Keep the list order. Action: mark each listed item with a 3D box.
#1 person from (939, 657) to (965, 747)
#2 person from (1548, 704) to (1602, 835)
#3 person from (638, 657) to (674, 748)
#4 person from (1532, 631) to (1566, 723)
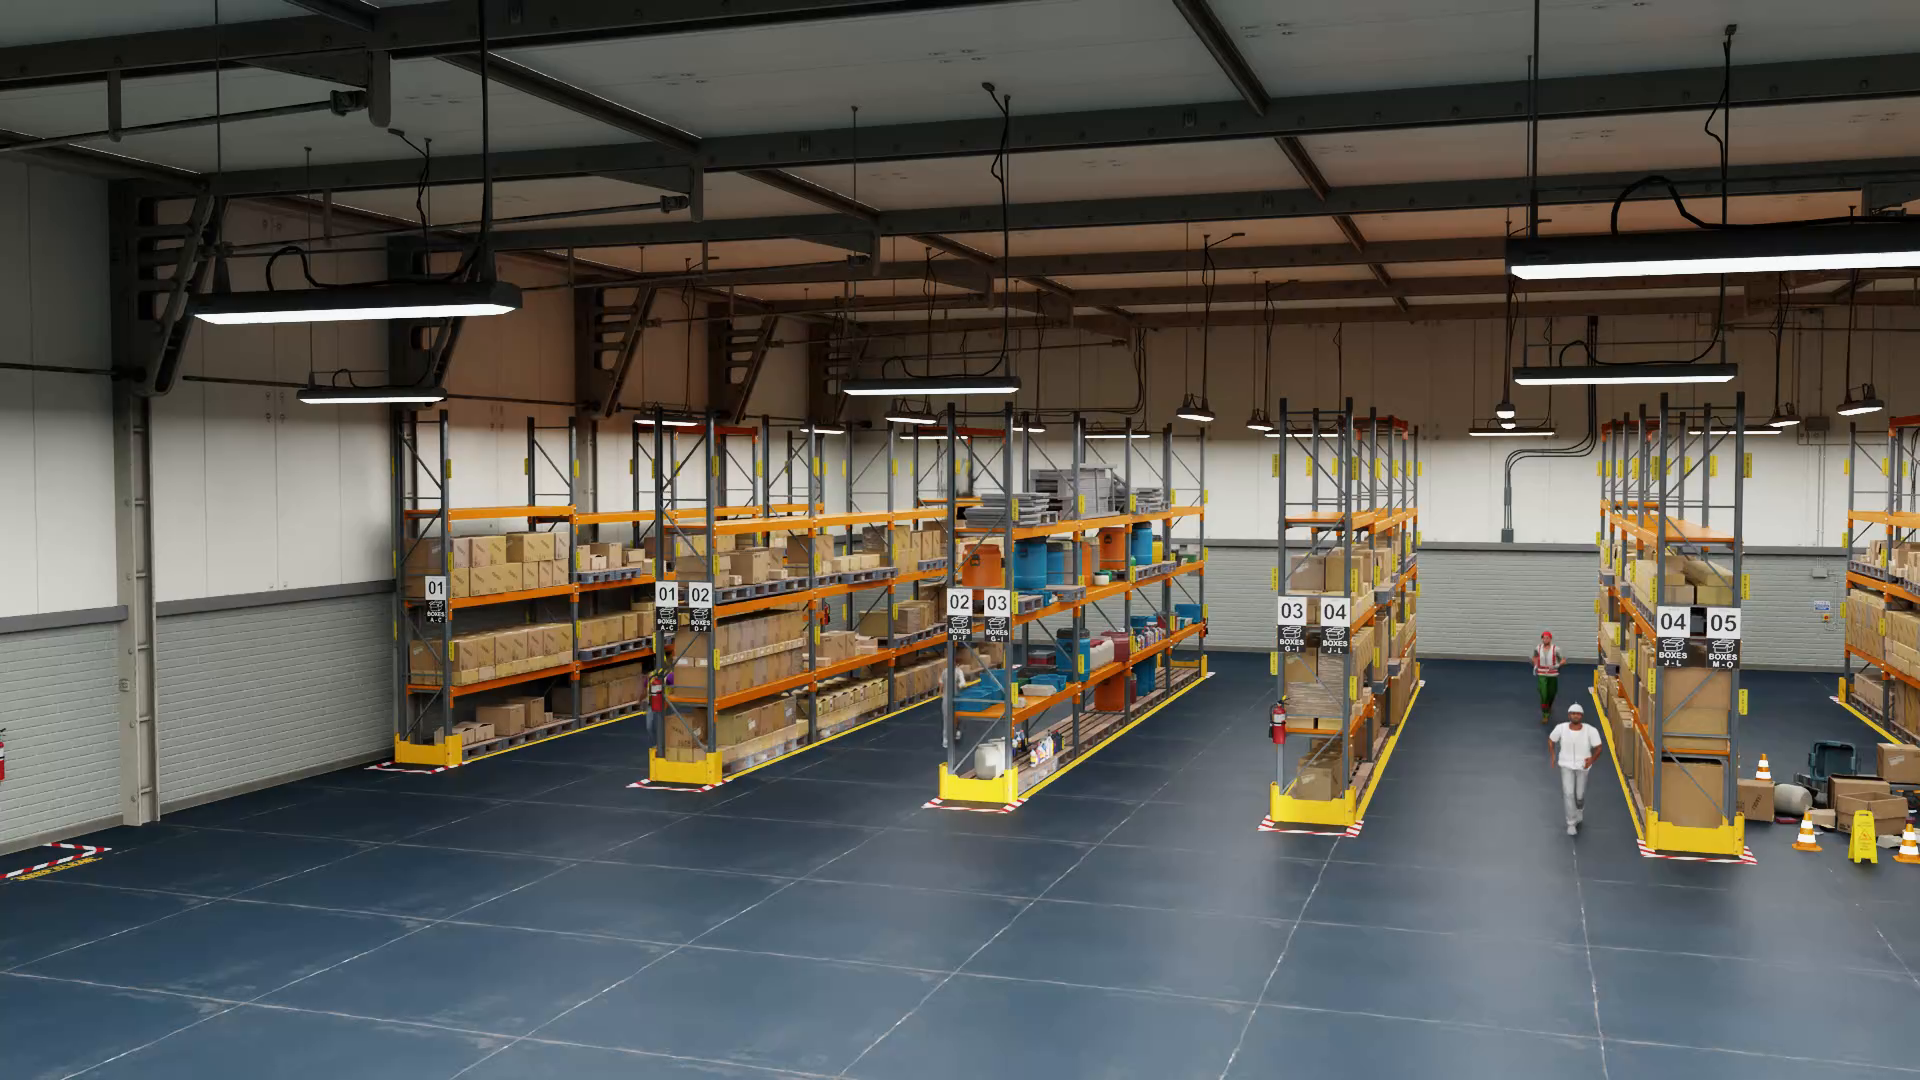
[{"bbox_3d":[-0.149,2.890,30.128,0.526,1.612,0.842,0,2,11],"label":"person"},{"bbox_3d":[8.495,3.138,22.992,0.712,1.763,0.863,1,3,21],"label":"person"},{"bbox_3d":[-5.300,2.886,29.289,0.700,1.719,0.625,1,3,20],"label":"person"},{"bbox_3d":[11.672,2.661,32.975,0.643,1.707,0.847,1,3,24],"label":"person"}]
